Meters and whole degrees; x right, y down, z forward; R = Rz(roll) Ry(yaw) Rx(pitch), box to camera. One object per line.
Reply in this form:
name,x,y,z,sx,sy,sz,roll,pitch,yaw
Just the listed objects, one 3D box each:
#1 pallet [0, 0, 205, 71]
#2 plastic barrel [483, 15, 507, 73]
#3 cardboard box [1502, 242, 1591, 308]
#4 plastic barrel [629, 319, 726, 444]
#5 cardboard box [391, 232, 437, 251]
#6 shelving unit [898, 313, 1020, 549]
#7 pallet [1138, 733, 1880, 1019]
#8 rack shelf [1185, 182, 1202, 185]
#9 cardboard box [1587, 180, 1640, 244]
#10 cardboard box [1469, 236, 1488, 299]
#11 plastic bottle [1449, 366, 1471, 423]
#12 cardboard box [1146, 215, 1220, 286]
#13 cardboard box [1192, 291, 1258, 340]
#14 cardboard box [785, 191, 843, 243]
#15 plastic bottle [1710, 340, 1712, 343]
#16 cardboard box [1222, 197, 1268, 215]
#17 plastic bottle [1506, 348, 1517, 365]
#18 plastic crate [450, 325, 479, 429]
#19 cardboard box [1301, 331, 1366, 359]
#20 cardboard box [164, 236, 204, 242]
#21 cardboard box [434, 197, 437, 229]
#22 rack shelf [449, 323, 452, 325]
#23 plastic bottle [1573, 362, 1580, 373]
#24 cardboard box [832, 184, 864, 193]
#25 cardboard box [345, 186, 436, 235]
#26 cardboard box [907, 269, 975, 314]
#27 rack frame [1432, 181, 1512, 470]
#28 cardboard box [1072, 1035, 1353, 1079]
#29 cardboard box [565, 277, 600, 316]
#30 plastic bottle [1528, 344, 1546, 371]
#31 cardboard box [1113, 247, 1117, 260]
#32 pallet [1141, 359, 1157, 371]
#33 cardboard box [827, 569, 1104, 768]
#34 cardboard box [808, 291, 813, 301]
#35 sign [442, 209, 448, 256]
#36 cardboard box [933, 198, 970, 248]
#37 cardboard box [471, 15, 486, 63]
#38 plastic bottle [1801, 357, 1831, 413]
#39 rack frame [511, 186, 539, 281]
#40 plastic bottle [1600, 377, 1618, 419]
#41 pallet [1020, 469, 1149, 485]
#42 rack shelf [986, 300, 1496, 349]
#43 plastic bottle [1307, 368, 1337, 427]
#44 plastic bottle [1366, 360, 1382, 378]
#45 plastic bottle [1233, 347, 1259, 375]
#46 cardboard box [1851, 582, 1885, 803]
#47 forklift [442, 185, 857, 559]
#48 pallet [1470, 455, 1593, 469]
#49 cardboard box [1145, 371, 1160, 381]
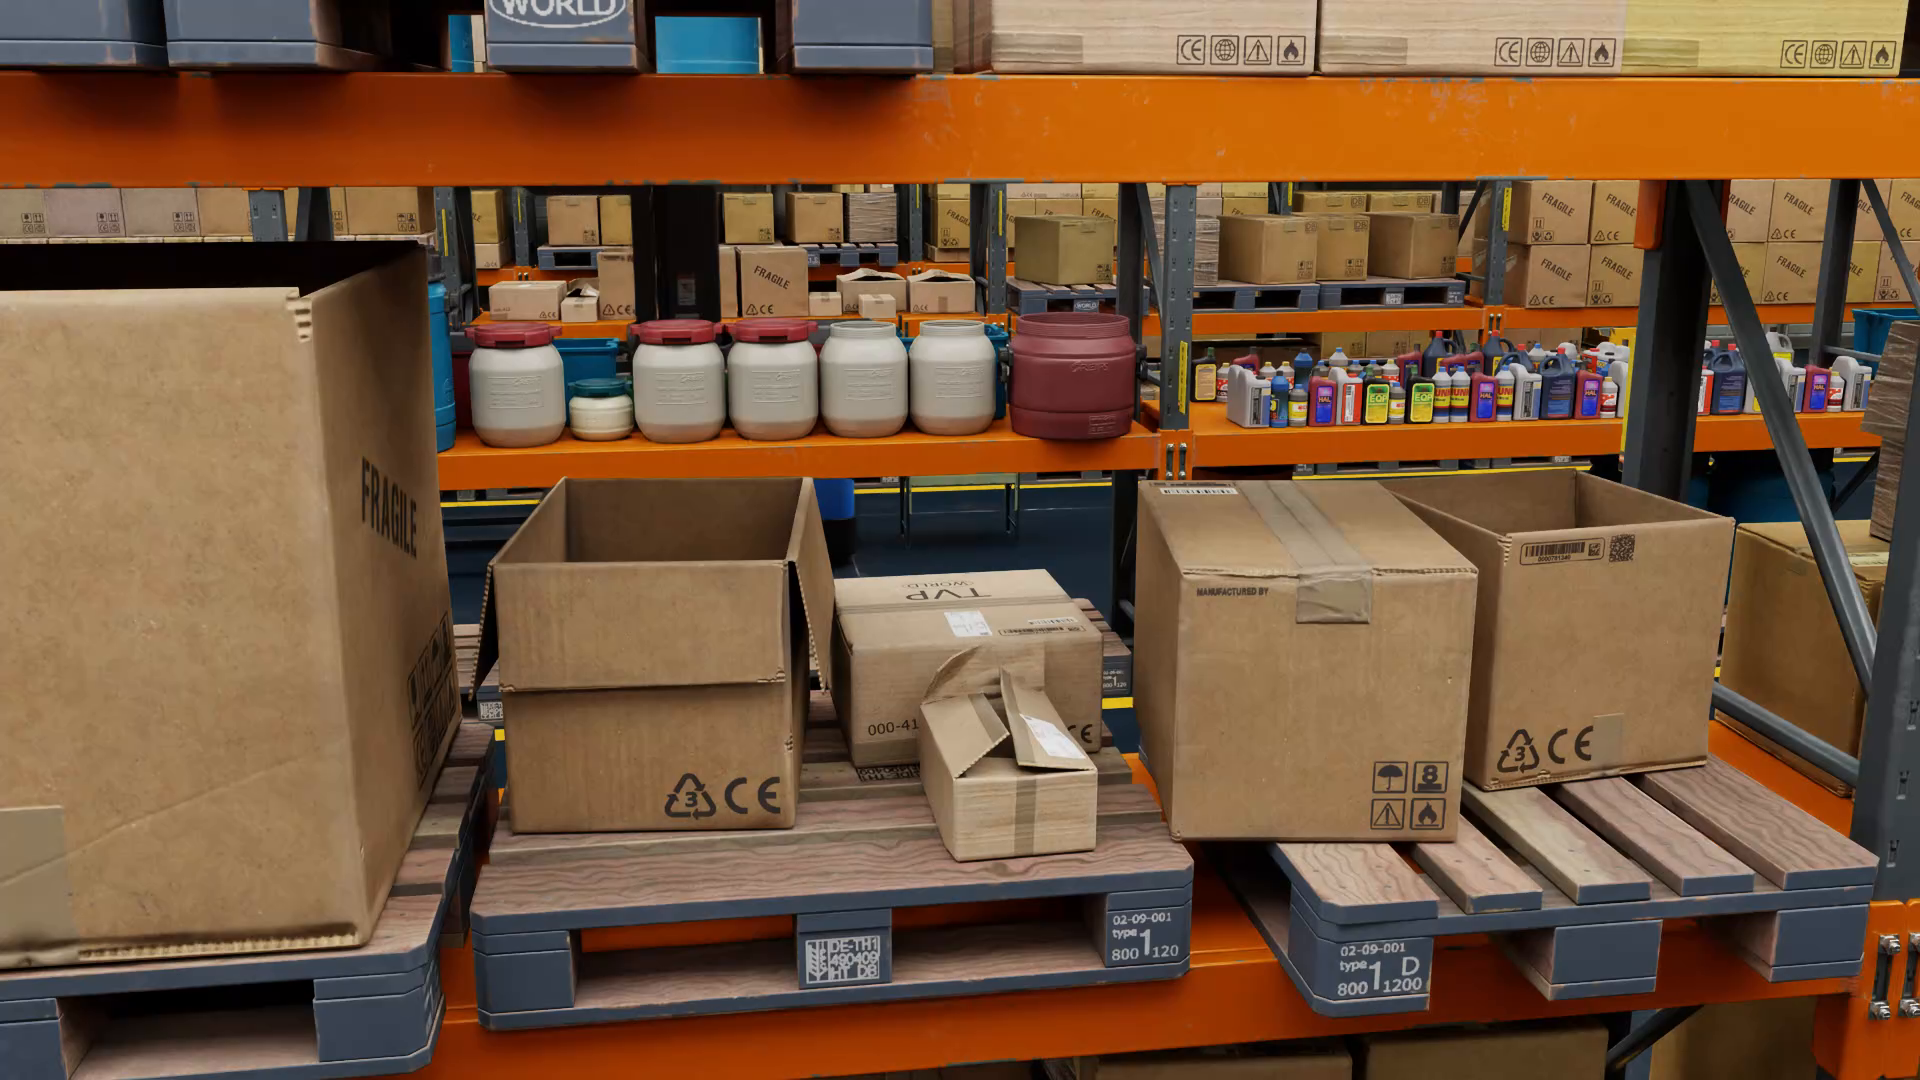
pallet,-1.644,-0.835,2.604,1.003,0.211,1.213,-2,14,-8
plastic barrel,-1.891,-2.458,7.660,0.600,0.901,0.600,0,14,0
cardboard box,4.713,-2.149,13.417,0.500,0.500,0.500,-2,14,-7
plastic barrel,-1.304,-0.740,7.727,0.433,0.535,0.433,0,14,0
cardboard box,-3.979,-2.159,12.125,0.250,0.149,0.380,-2,14,-8
shelving unit,-0.007,-0.727,11.038,0.755,1.500,0.431,-2,14,-8
pallet,0.996,0.525,3.355,1.003,0.211,1.213,-2,14,-8
rack shelf,2.925,-1.989,8.299,4.000,0.370,1.077,-2,14,-8
cardboard box,5.186,-2.649,13.357,0.500,0.500,0.500,-3,14,-10
cardboard box,4.624,-2.276,13.923,0.500,0.500,0.500,-2,14,-7
plastic bottle,2.456,-0.717,8.180,0.097,0.271,0.097,0,14,0
cardboard box,1.752,-2.292,13.124,0.500,0.500,0.700,1,14,2
cardboard box,2.803,-2.445,18.360,0.750,0.750,0.750,-2,14,-8
cardboard box,-1.540,-3.409,17.540,0.500,0.500,0.700,-3,14,-14
plastic bottle,4.137,-0.966,9.170,0.097,0.271,0.097,0,14,0
cardboard box,3.008,-3.464,18.009,0.500,0.500,0.500,-2,14,-9
plastic bottle,2.953,-0.887,8.856,0.097,0.271,0.097,0,14,0
plastic crate,-2.575,-0.788,8.065,0.583,0.464,0.402,-2,14,-8
cardboard box,4.181,-2.332,18.631,0.500,0.500,0.700,-2,14,-8
cardboard box,-5.497,-2.103,11.902,0.250,0.149,0.380,-2,14,-6
cardboard box,-5.398,-3.238,16.694,0.500,0.500,0.500,-2,14,-9
rack shelf,-5.720,-1.436,12.260,4.000,0.370,1.077,-2,14,-8
plastic bottle,3.087,-0.755,8.332,0.097,0.271,0.097,0,14,0
cardboard box,-1.181,-3.735,17.506,0.250,0.149,0.380,-5,15,-18
cardboard box,-4.180,-2.517,12.221,0.500,0.500,0.700,-2,14,-8
cardboard box,-0.153,-1.956,13.039,0.500,0.311,0.500,-1,14,-5
rack frame,4.168,-2.147,13.617,0.127,3.000,1.000,-2,14,-8
cardboard box,0.504,1.069,3.485,0.500,0.250,0.500,0,14,-2
cardboard box,-2.900,-1.868,12.781,0.258,0.266,0.396,-2,14,-10
plastic bottle,3.125,-0.928,9.022,0.097,0.271,0.097,0,14,0
cardboard box,1.607,-3.104,17.907,0.250,0.149,0.380,-2,14,-7
pallet,1.466,-1.895,18.344,1.213,0.211,1.003,-2,14,-8
cardboard box,-0.006,0.255,3.483,0.500,0.250,0.500,-3,14,-10
cardboard box,-1.806,-2.514,17.773,0.500,0.250,0.500,-2,14,-7
sign,-3.658,-2.182,11.814,0.005,0.325,0.100,-2,14,-8
cardboard box,-0.010,-3.352,17.564,0.500,0.500,0.500,-2,14,-7
cardboard box,-4.939,-4.963,16.378,0.500,0.500,0.500,-3,14,-13
plastic bottle,4.339,-0.788,8.436,0.133,0.283,0.061,-2,14,-8
rack frame,-4.484,-3.049,17.212,0.127,3.000,1.000,-2,14,-8
plastic bottle,3.228,-0.712,8.301,0.097,0.201,0.097,0,14,0
pallet,0.957,-0.668,13.450,1.213,0.211,1.003,-2,14,-8
rack shelf,2.191,-1.726,13.416,4.000,0.370,1.077,-2,14,-8
plastic bottle,1.755,-0.693,8.058,0.133,0.283,0.061,-2,14,-8
plastic bottle,2.206,-0.861,8.897,0.097,0.201,0.097,0,14,0
plastic bottle,1.512,-0.880,8.803,0.133,0.283,0.061,-2,14,-8
cardboard box,2.206,0.380,3.334,0.500,0.500,0.500,-2,14,-7
forklift,-2.223,-1.317,10.447,3.031,2.935,1.130,-2,14,-9
pallet,4.848,-0.819,14.055,1.213,0.211,1.003,-2,14,-8
cardboard box,1.615,-1.112,13.725,0.500,0.500,0.500,-3,14,-10
